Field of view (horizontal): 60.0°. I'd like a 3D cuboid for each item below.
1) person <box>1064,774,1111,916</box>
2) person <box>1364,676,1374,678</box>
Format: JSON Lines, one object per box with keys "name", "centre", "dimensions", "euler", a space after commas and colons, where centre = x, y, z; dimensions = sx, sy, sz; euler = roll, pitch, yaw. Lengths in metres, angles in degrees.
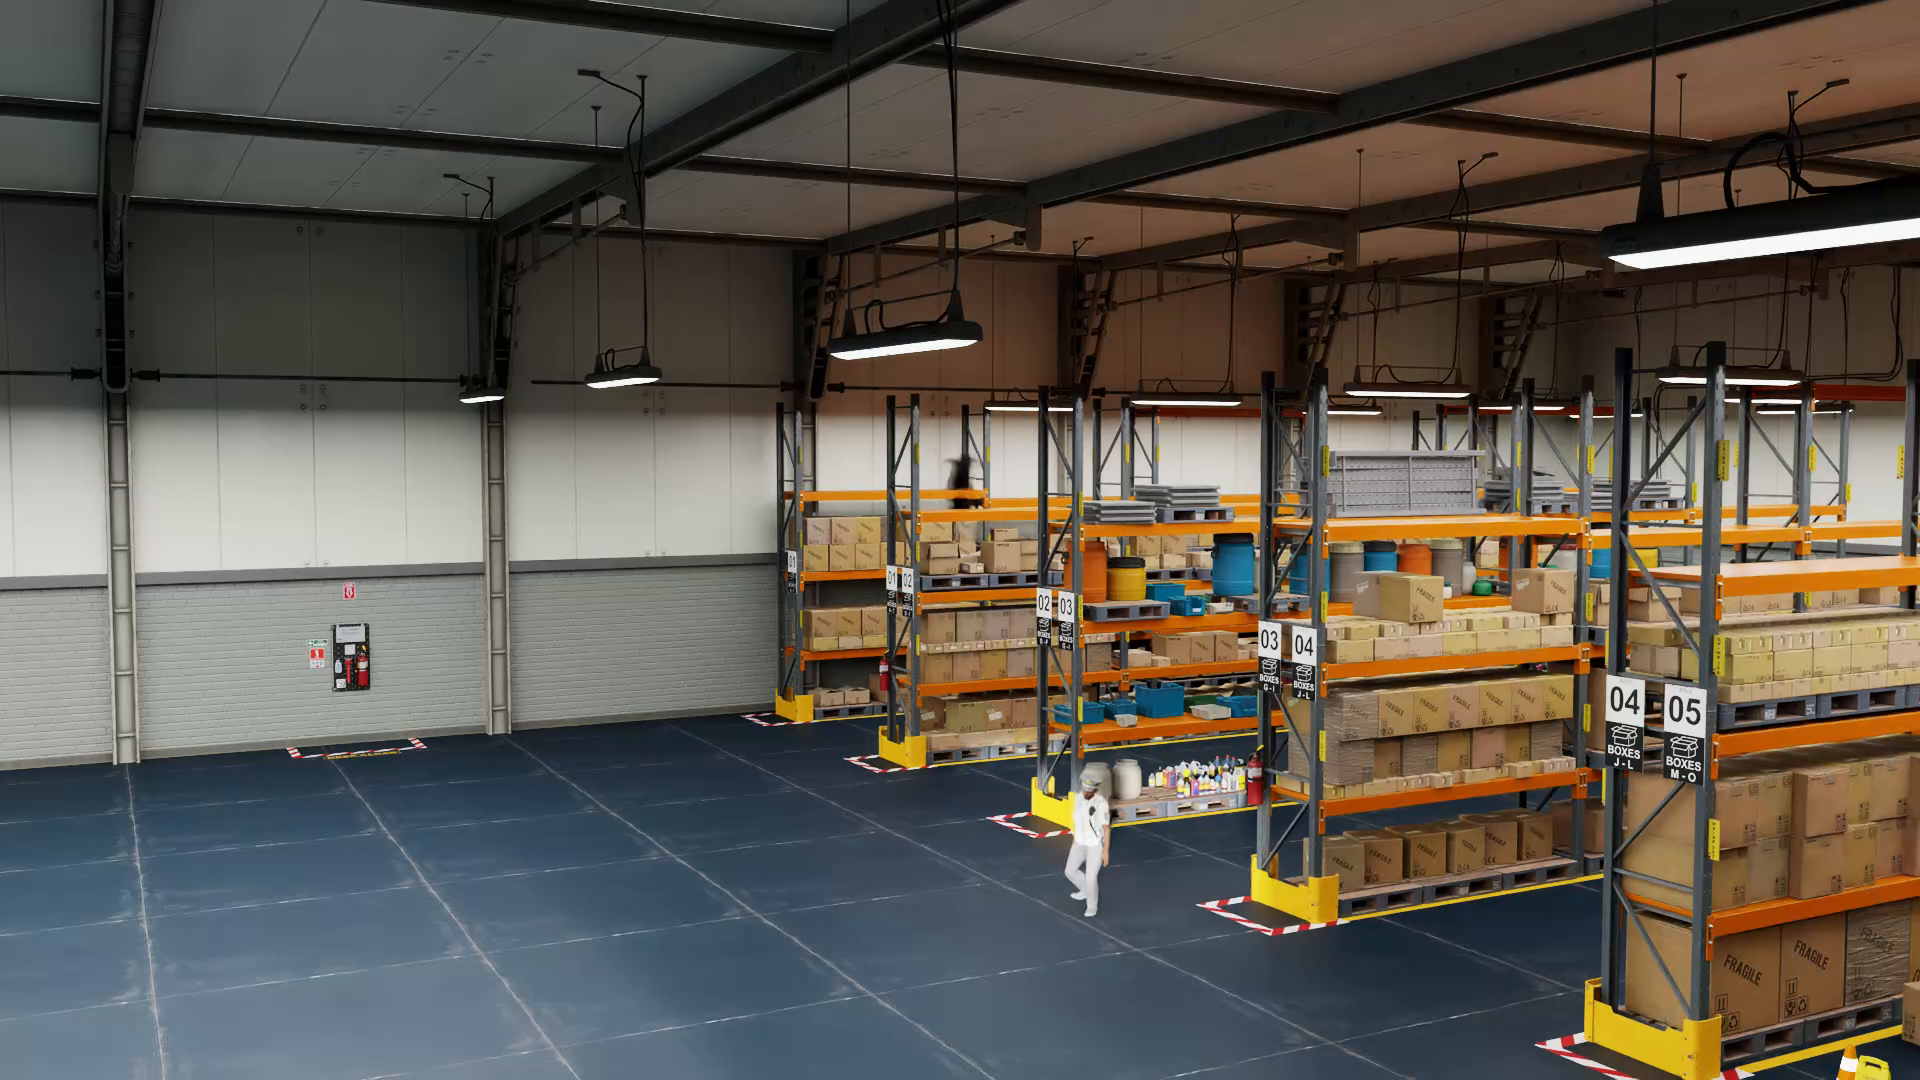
{"name": "person", "centre": [1.431, 3.331, 18.311], "dimensions": [0.741, 1.583, 0.637], "euler": [3, 4, 39]}
{"name": "person", "centre": [6.724, 2.744, 27.495], "dimensions": [0.947, 1.647, 0.595], "euler": [0, 3, 2]}
